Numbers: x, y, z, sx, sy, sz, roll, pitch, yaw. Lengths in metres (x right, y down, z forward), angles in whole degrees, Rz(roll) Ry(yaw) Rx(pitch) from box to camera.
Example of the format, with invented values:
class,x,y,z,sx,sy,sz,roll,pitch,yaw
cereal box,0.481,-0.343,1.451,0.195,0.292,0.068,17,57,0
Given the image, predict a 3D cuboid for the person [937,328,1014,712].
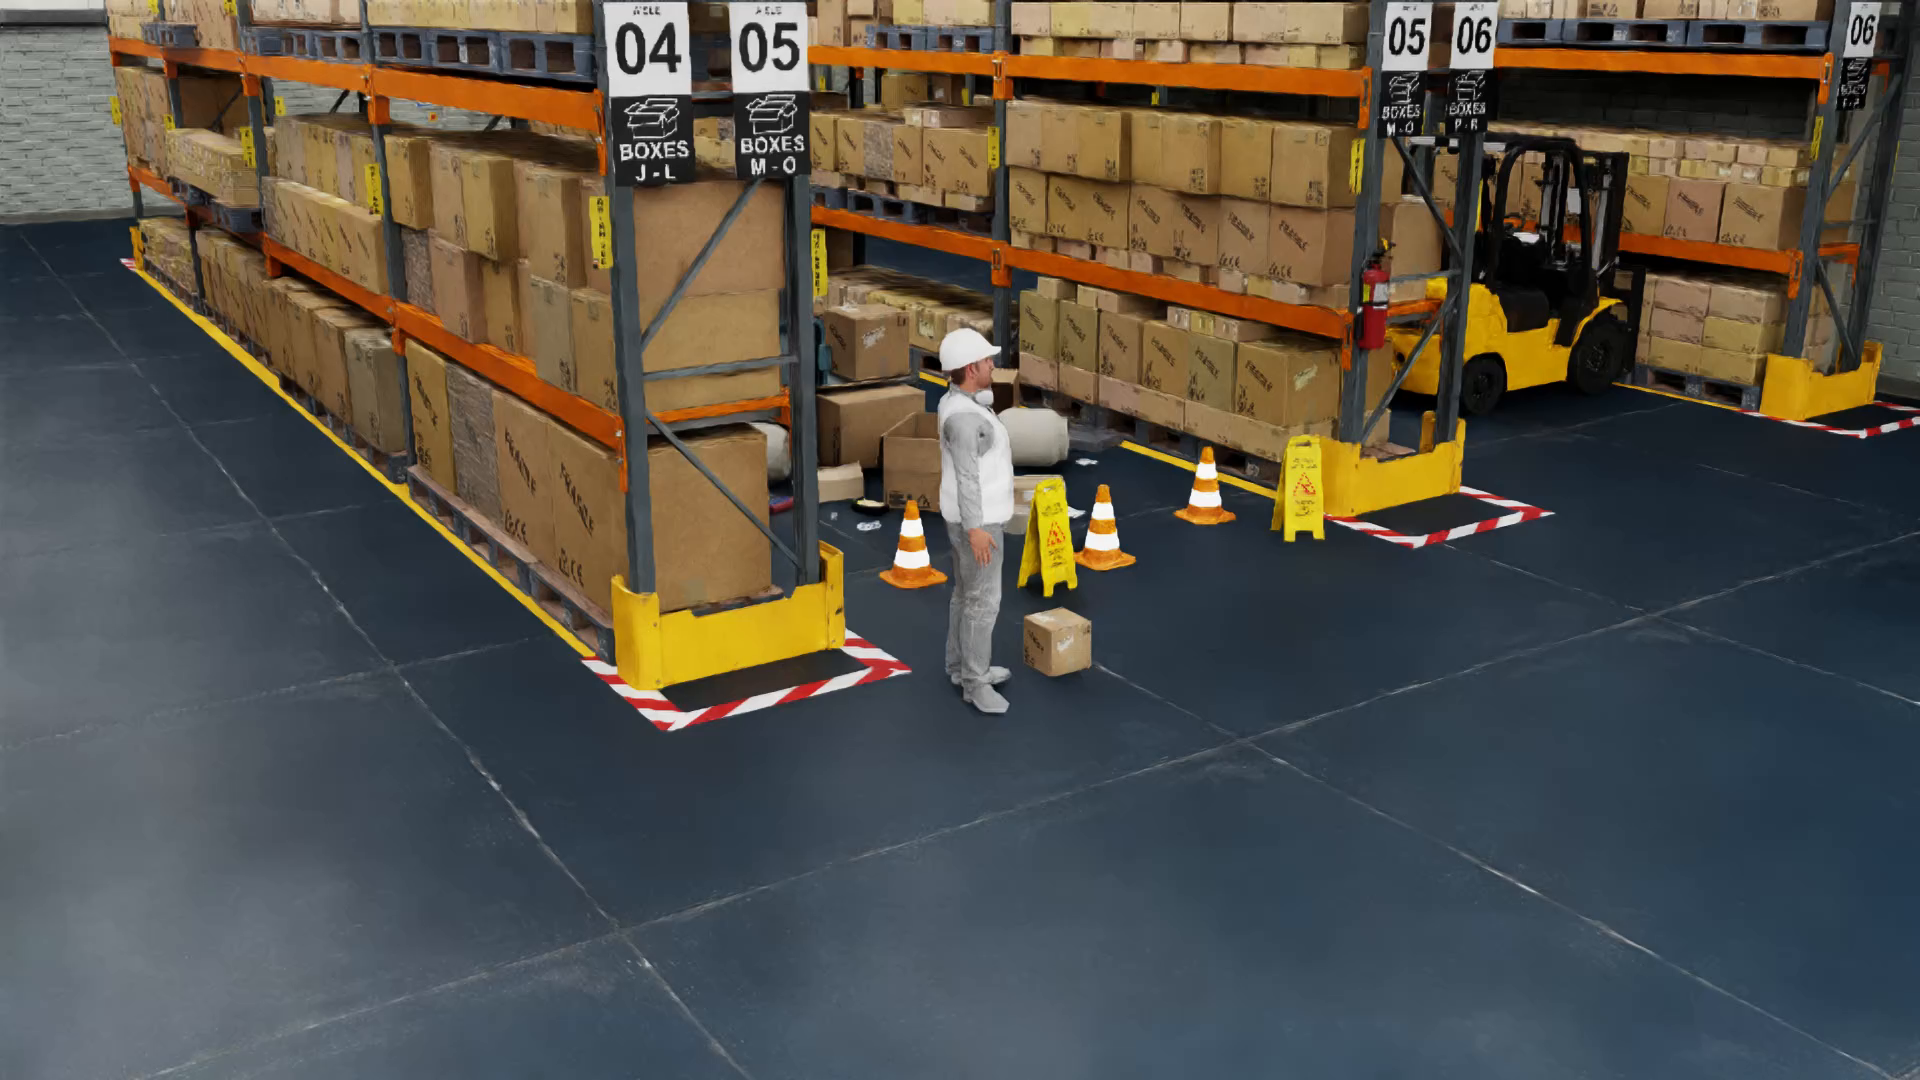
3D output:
class,x,y,z,sx,sy,sz,roll,pitch,yaw
person,0.080,-0.112,7.838,0.364,1.782,0.637,-1,18,-5
